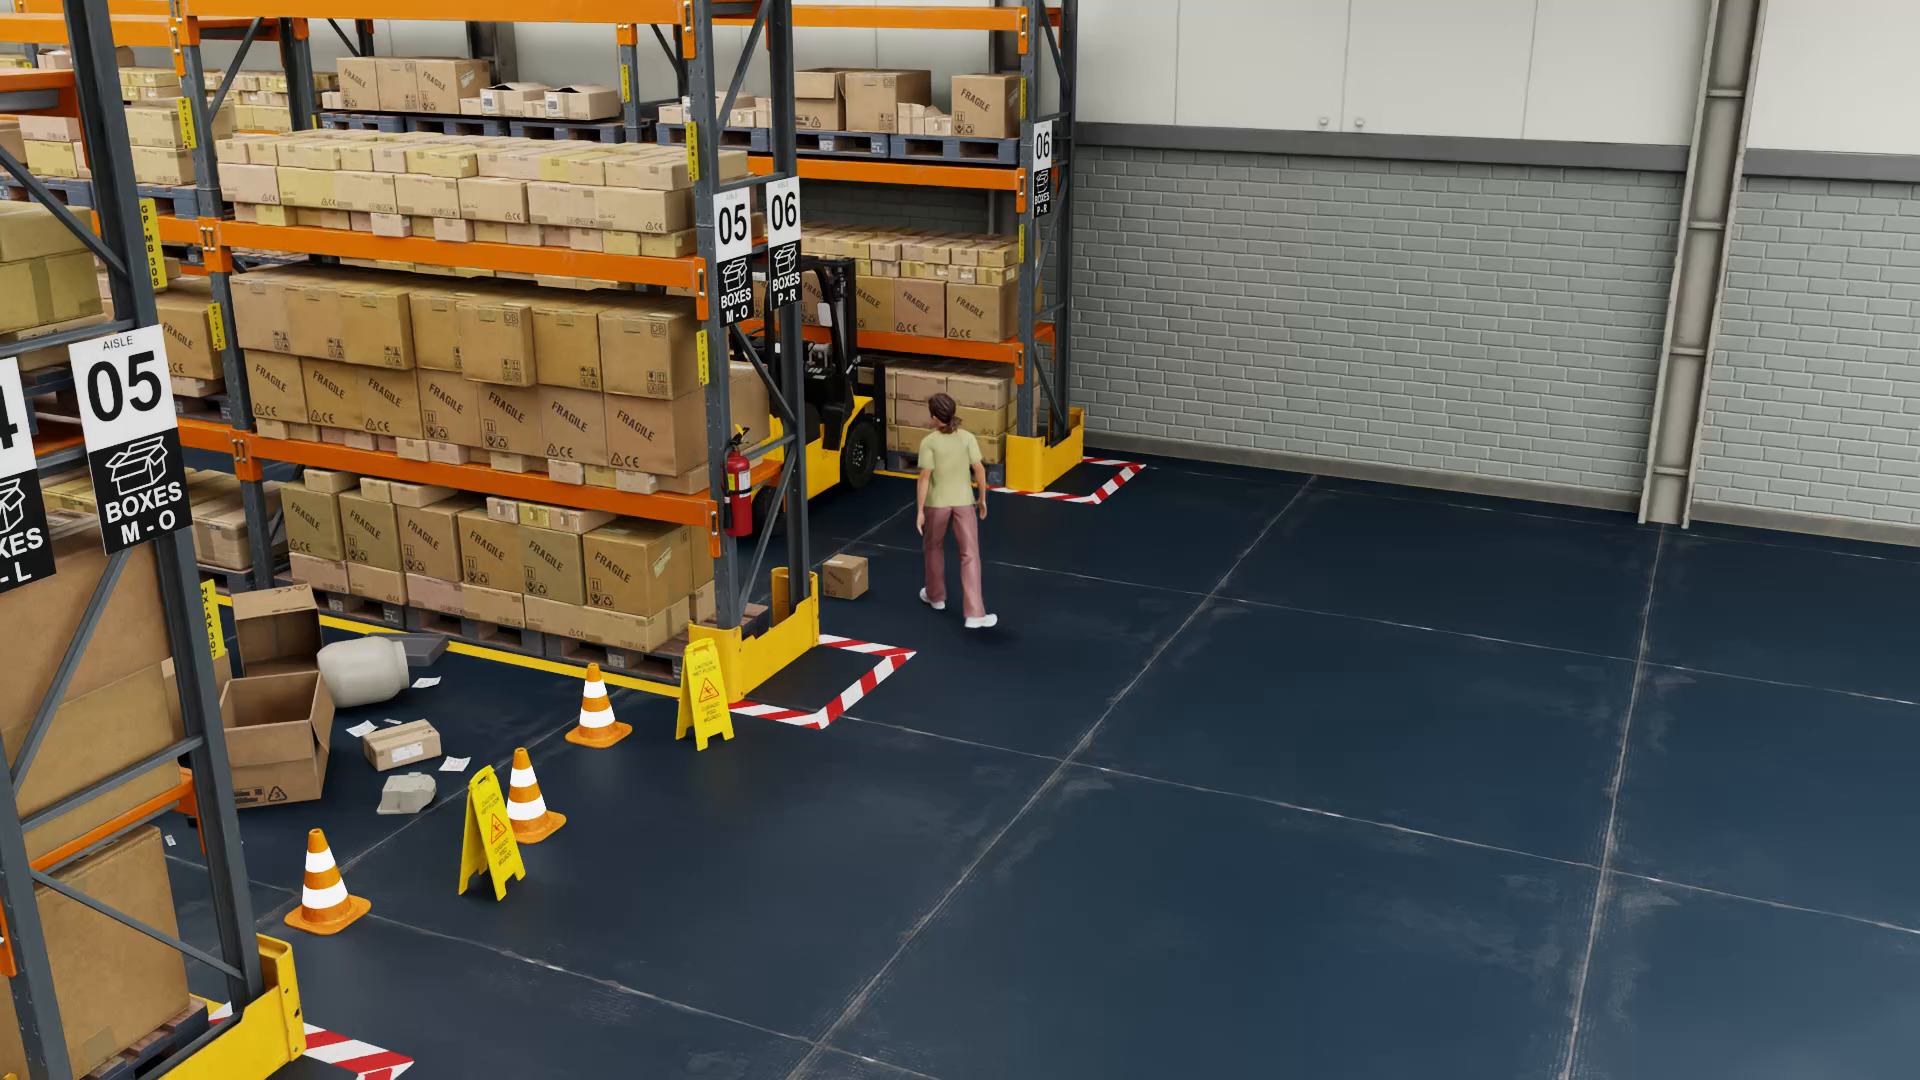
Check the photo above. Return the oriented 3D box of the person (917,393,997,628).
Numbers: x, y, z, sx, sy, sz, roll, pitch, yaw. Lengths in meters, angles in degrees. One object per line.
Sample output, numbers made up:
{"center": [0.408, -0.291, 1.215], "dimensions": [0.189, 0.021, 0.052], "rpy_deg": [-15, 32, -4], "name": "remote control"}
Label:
{"center": [-0.045, -0.218, 11.731], "dimensions": [0.546, 1.637, 0.882], "rpy_deg": [-3, 19, -8], "name": "person"}
